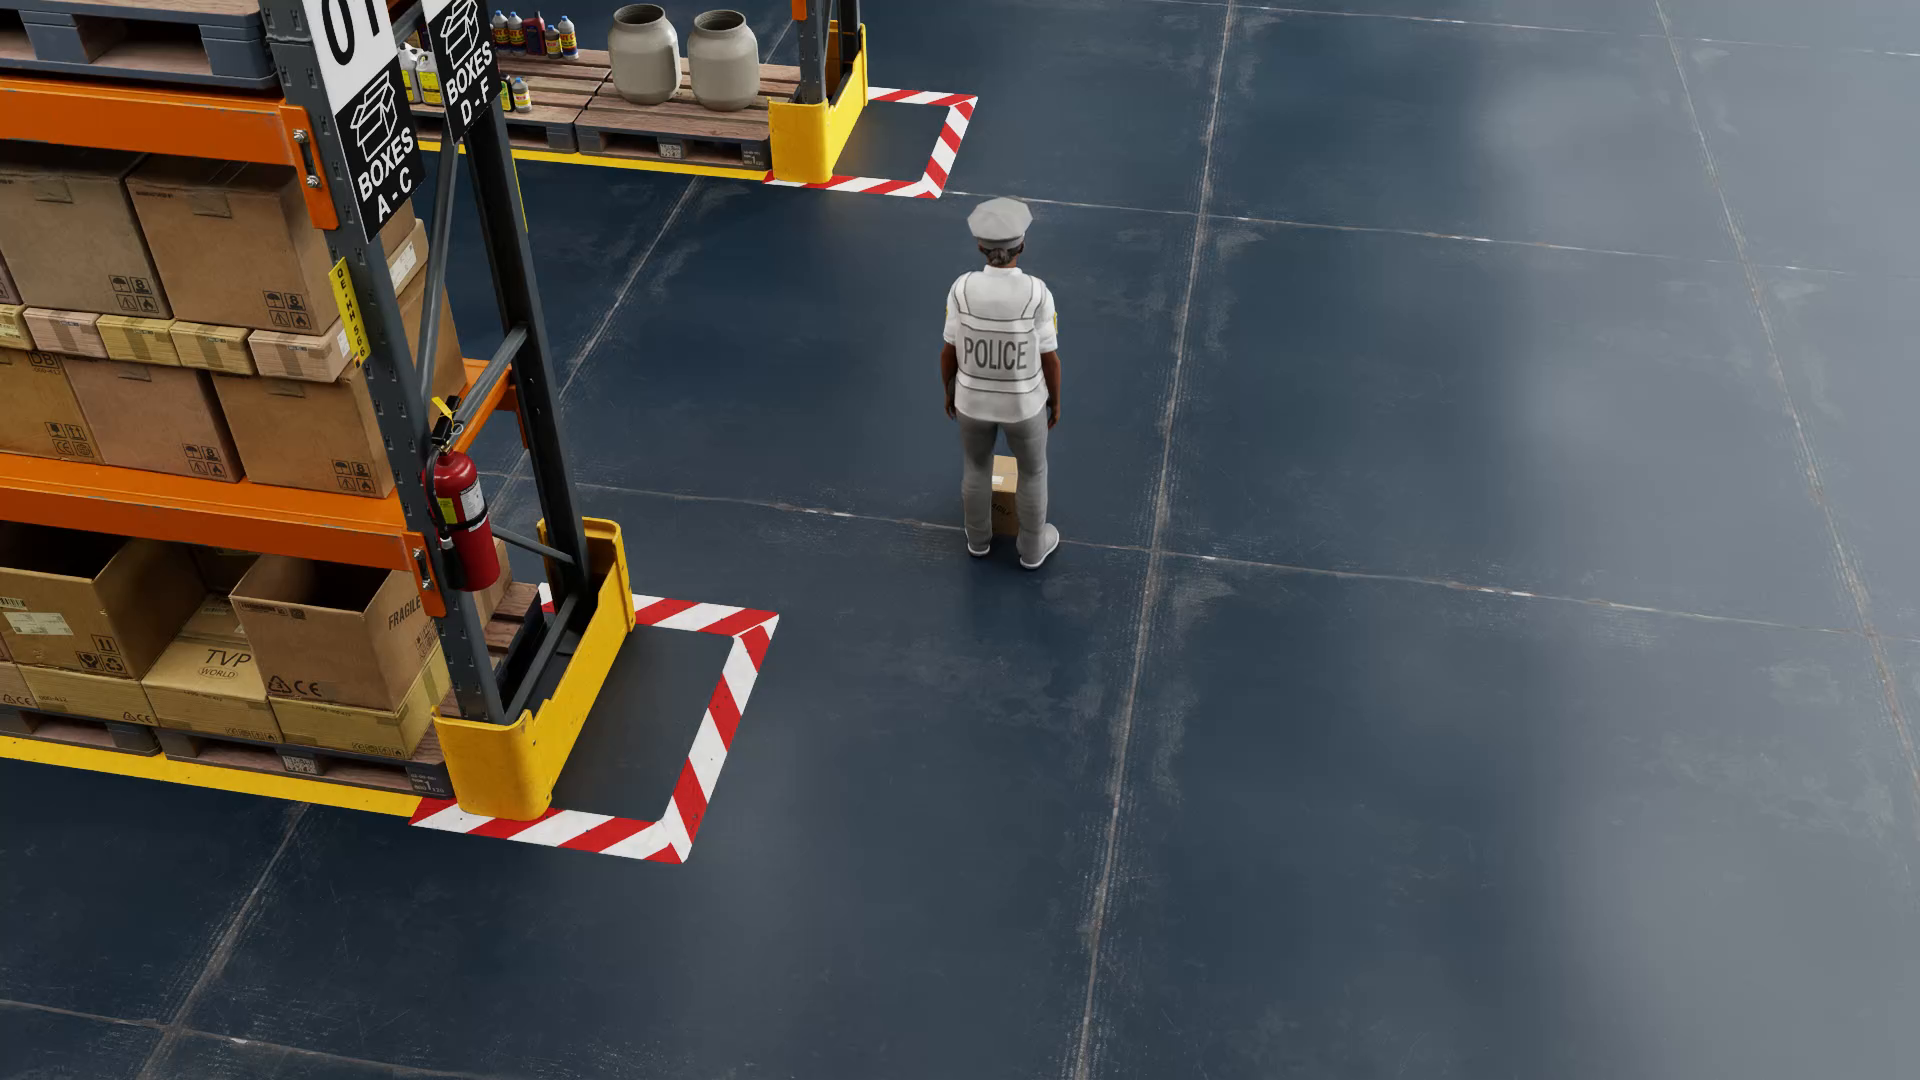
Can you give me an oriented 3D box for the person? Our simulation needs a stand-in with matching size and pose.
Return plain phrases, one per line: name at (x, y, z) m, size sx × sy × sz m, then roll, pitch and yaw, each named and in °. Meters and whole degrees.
person at (0.185, -0.587, 6.840) m, size 0.488 × 1.657 × 0.423 m, roll 6°, pitch 41°, yaw 7°
